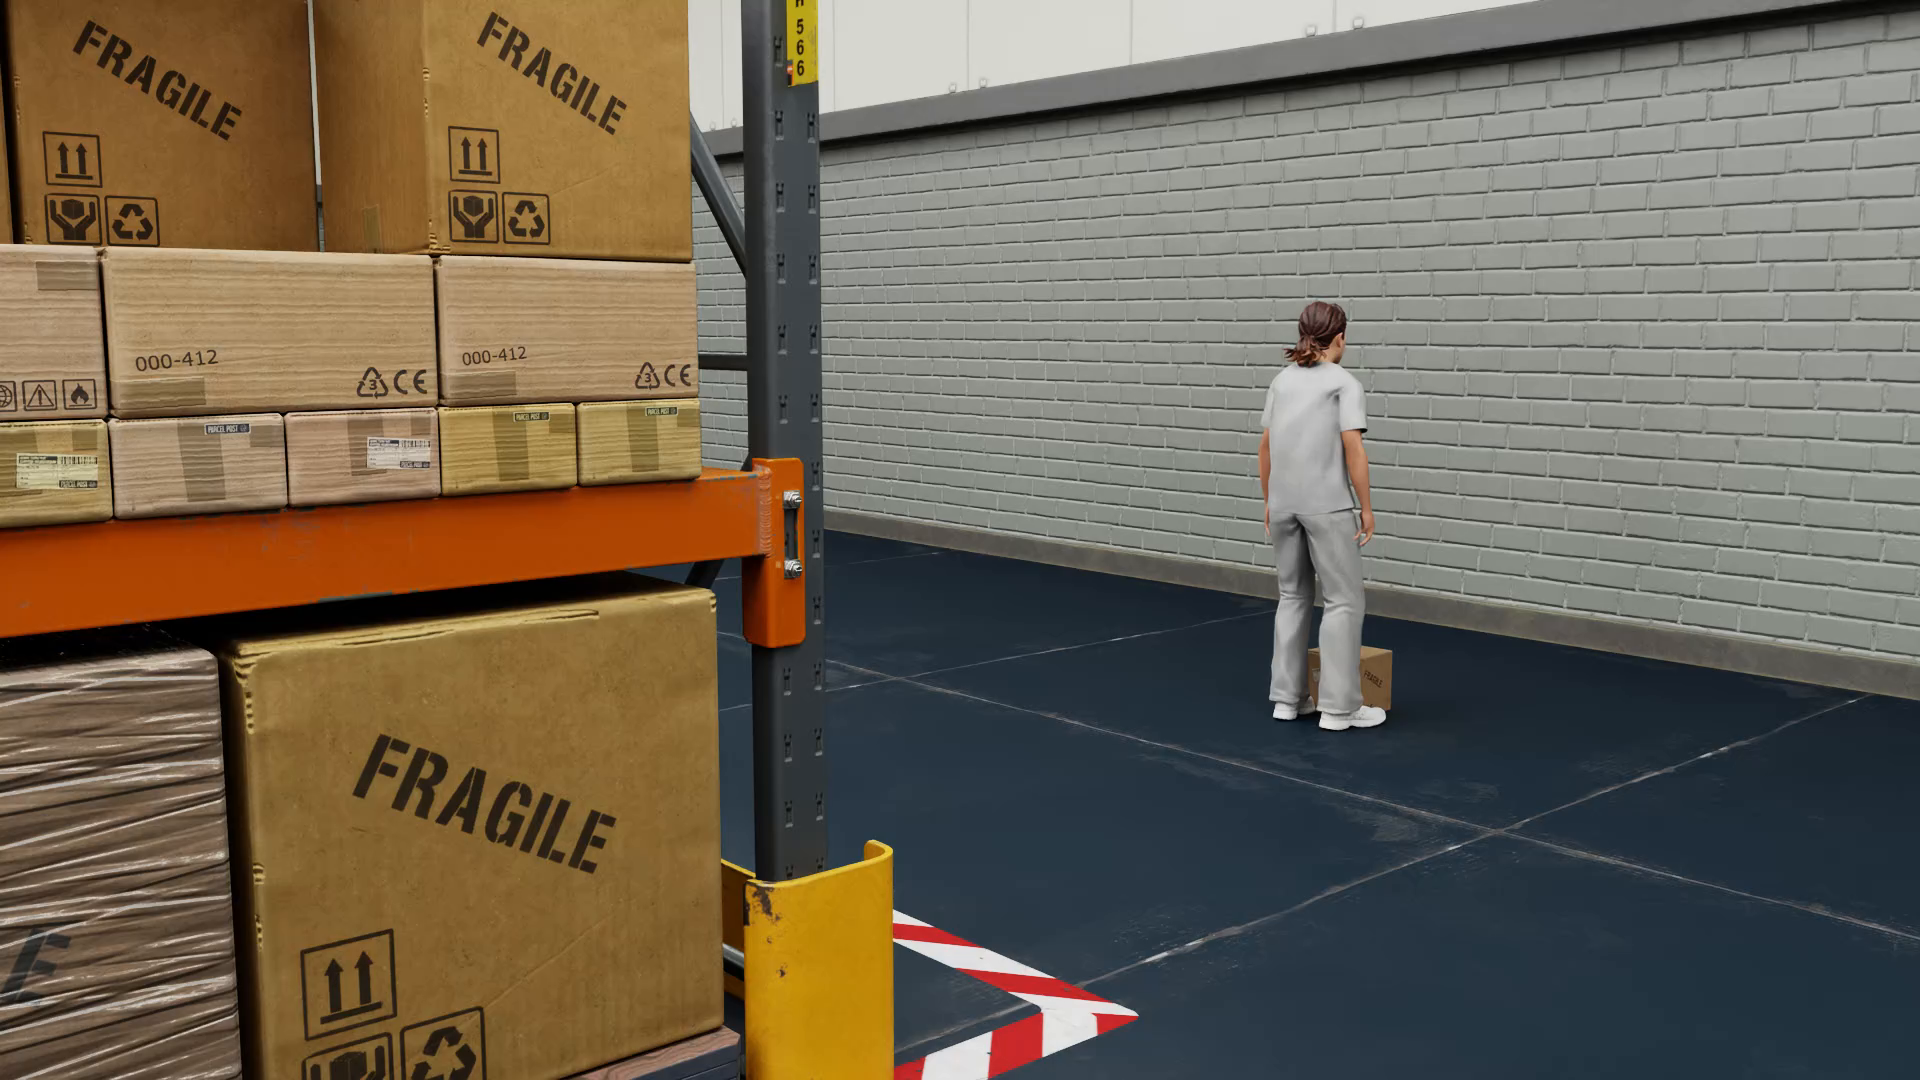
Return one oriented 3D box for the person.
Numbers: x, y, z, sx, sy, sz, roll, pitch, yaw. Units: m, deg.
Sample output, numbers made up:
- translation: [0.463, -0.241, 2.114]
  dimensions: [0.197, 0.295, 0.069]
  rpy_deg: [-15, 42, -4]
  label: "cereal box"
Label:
- translation: [1.420, -0.105, 6.598]
  dimensions: [0.364, 1.671, 0.514]
  rpy_deg: [-7, 10, -44]
  label: "person"
